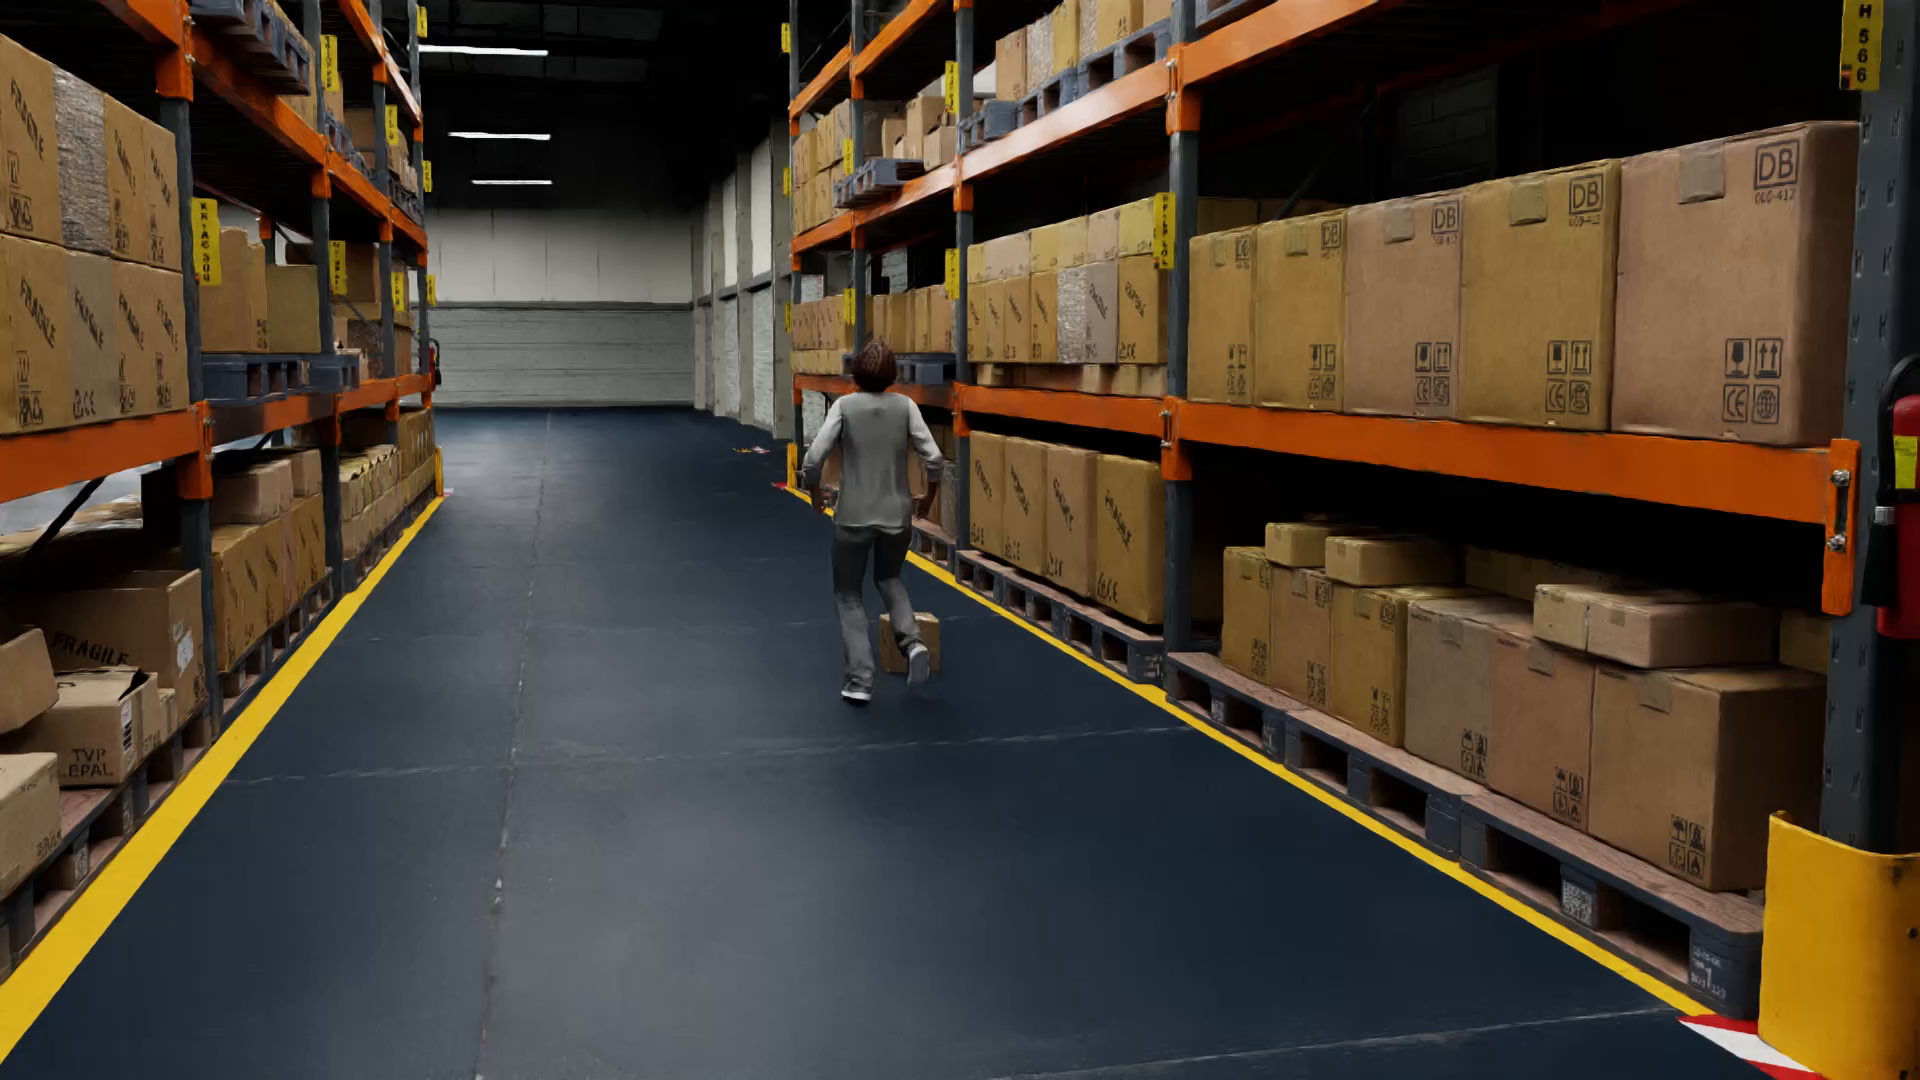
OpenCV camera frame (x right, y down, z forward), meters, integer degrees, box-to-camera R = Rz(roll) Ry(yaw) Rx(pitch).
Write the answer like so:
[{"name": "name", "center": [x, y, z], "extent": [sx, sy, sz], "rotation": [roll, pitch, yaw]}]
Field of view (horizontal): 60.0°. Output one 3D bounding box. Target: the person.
[{"name": "person", "center": [-0.400, -0.080, 7.228], "extent": [0.600, 1.571, 0.434], "rotation": [-2, 7, -18]}]
